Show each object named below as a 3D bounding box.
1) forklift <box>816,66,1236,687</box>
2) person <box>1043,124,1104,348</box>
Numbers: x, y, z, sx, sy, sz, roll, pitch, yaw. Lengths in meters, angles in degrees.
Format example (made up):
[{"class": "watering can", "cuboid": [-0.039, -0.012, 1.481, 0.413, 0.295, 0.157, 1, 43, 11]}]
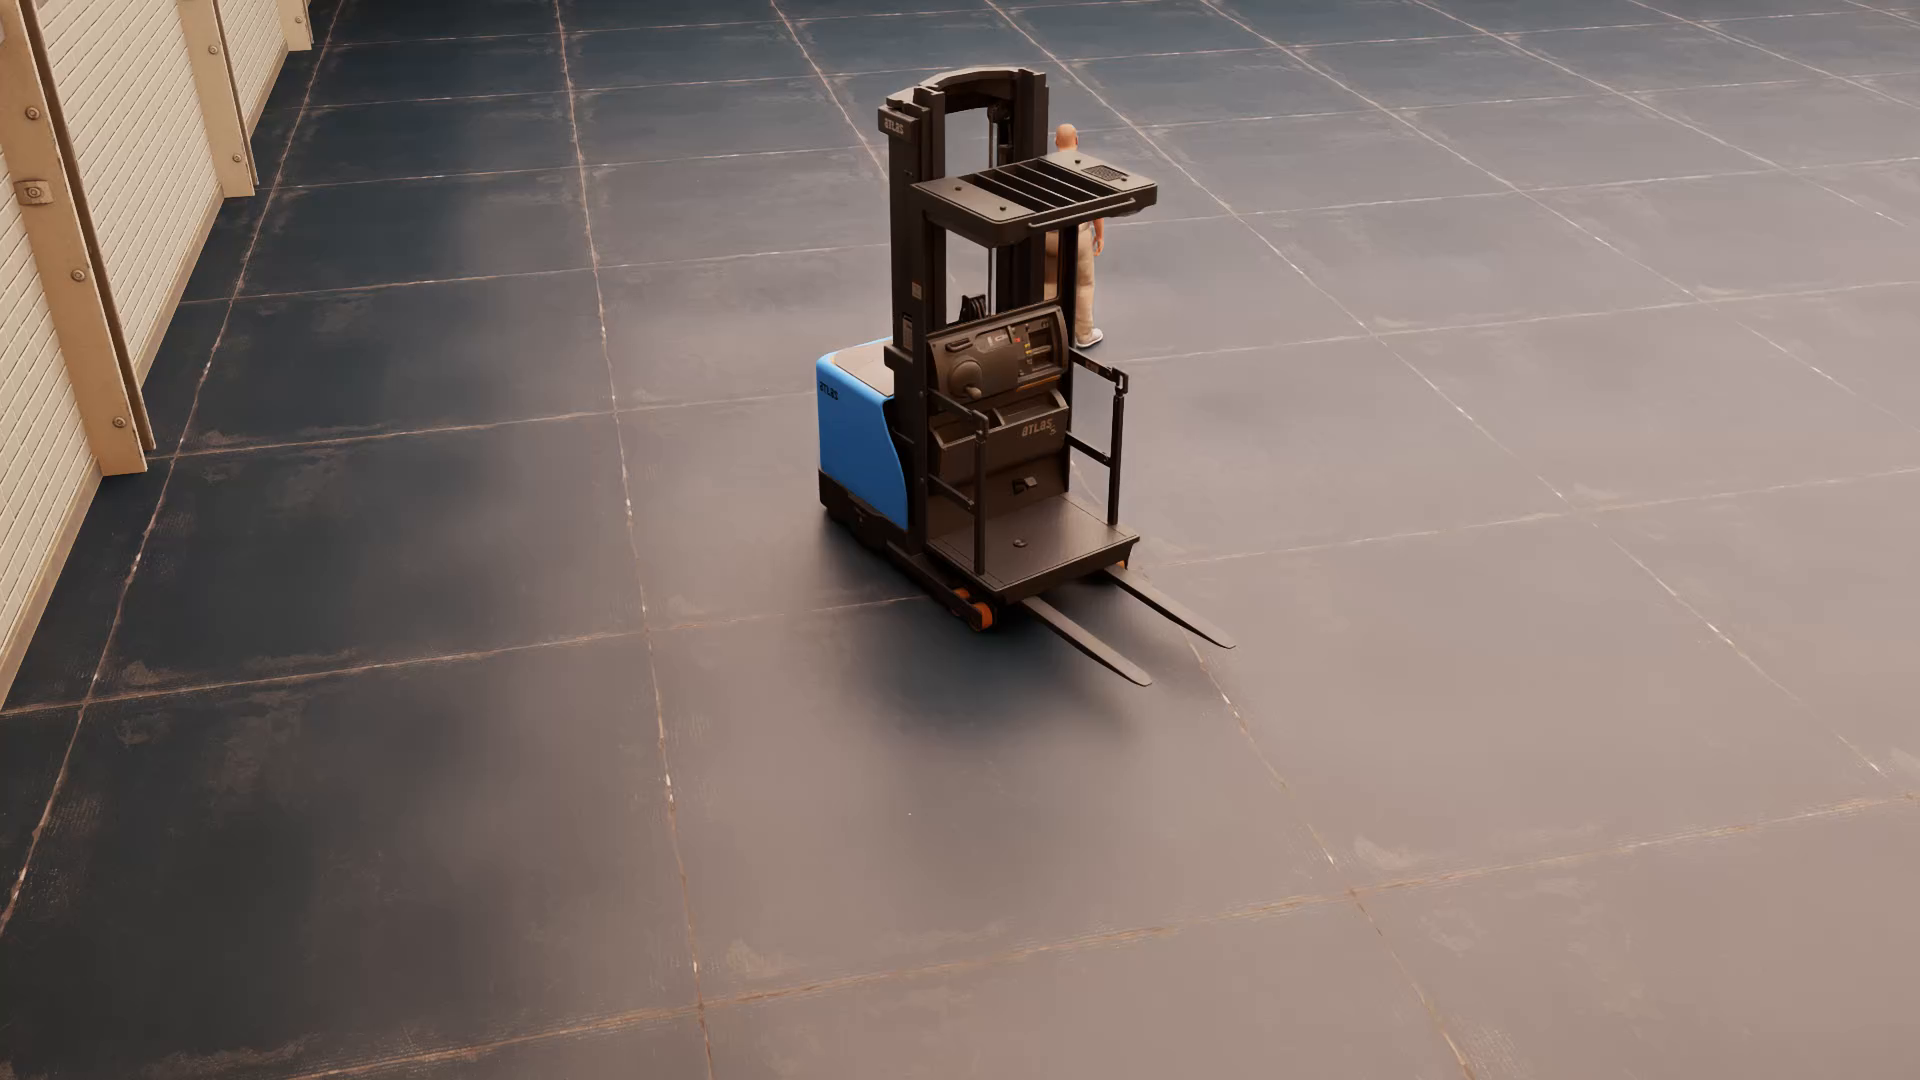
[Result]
[{"class": "forklift", "cuboid": [0.355, -1.021, 9.338, 1.130, 2.935, 3.031, -20, 35, -30]}, {"class": "person", "cuboid": [0.821, -2.333, 12.806, 0.600, 1.726, 0.399, 7, 31, 11]}]
